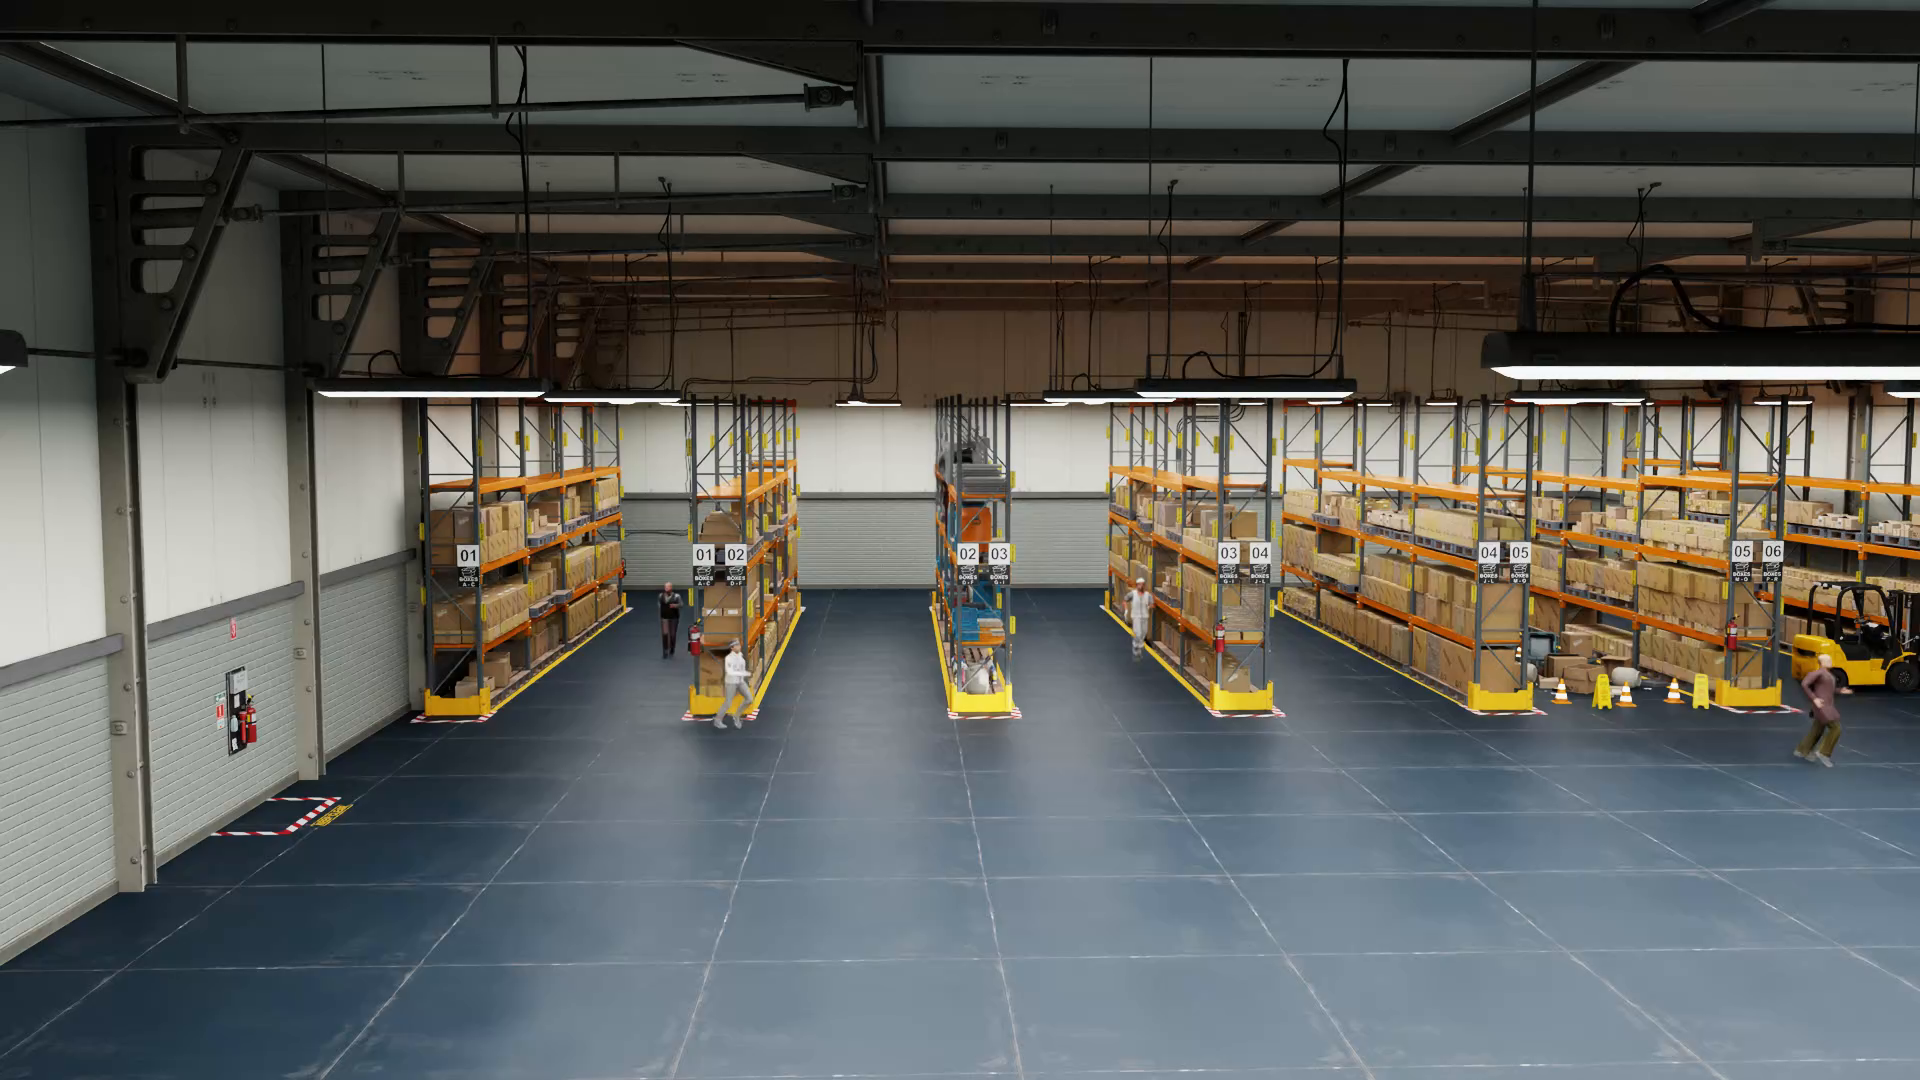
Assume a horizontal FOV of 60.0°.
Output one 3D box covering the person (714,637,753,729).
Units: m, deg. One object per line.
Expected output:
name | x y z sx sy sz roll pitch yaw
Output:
person | -3.997 2.542 29.602 0.816 1.656 0.607 3 5 32

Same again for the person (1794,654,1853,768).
person | 13.873 2.745 26.734 0.824 1.832 0.665 3 6 37

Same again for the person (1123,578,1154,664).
person | 3.878 1.739 35.784 0.641 1.836 0.690 -1 5 -11

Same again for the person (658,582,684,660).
person | -6.673 1.861 38.349 0.628 1.792 0.781 0 5 -3
